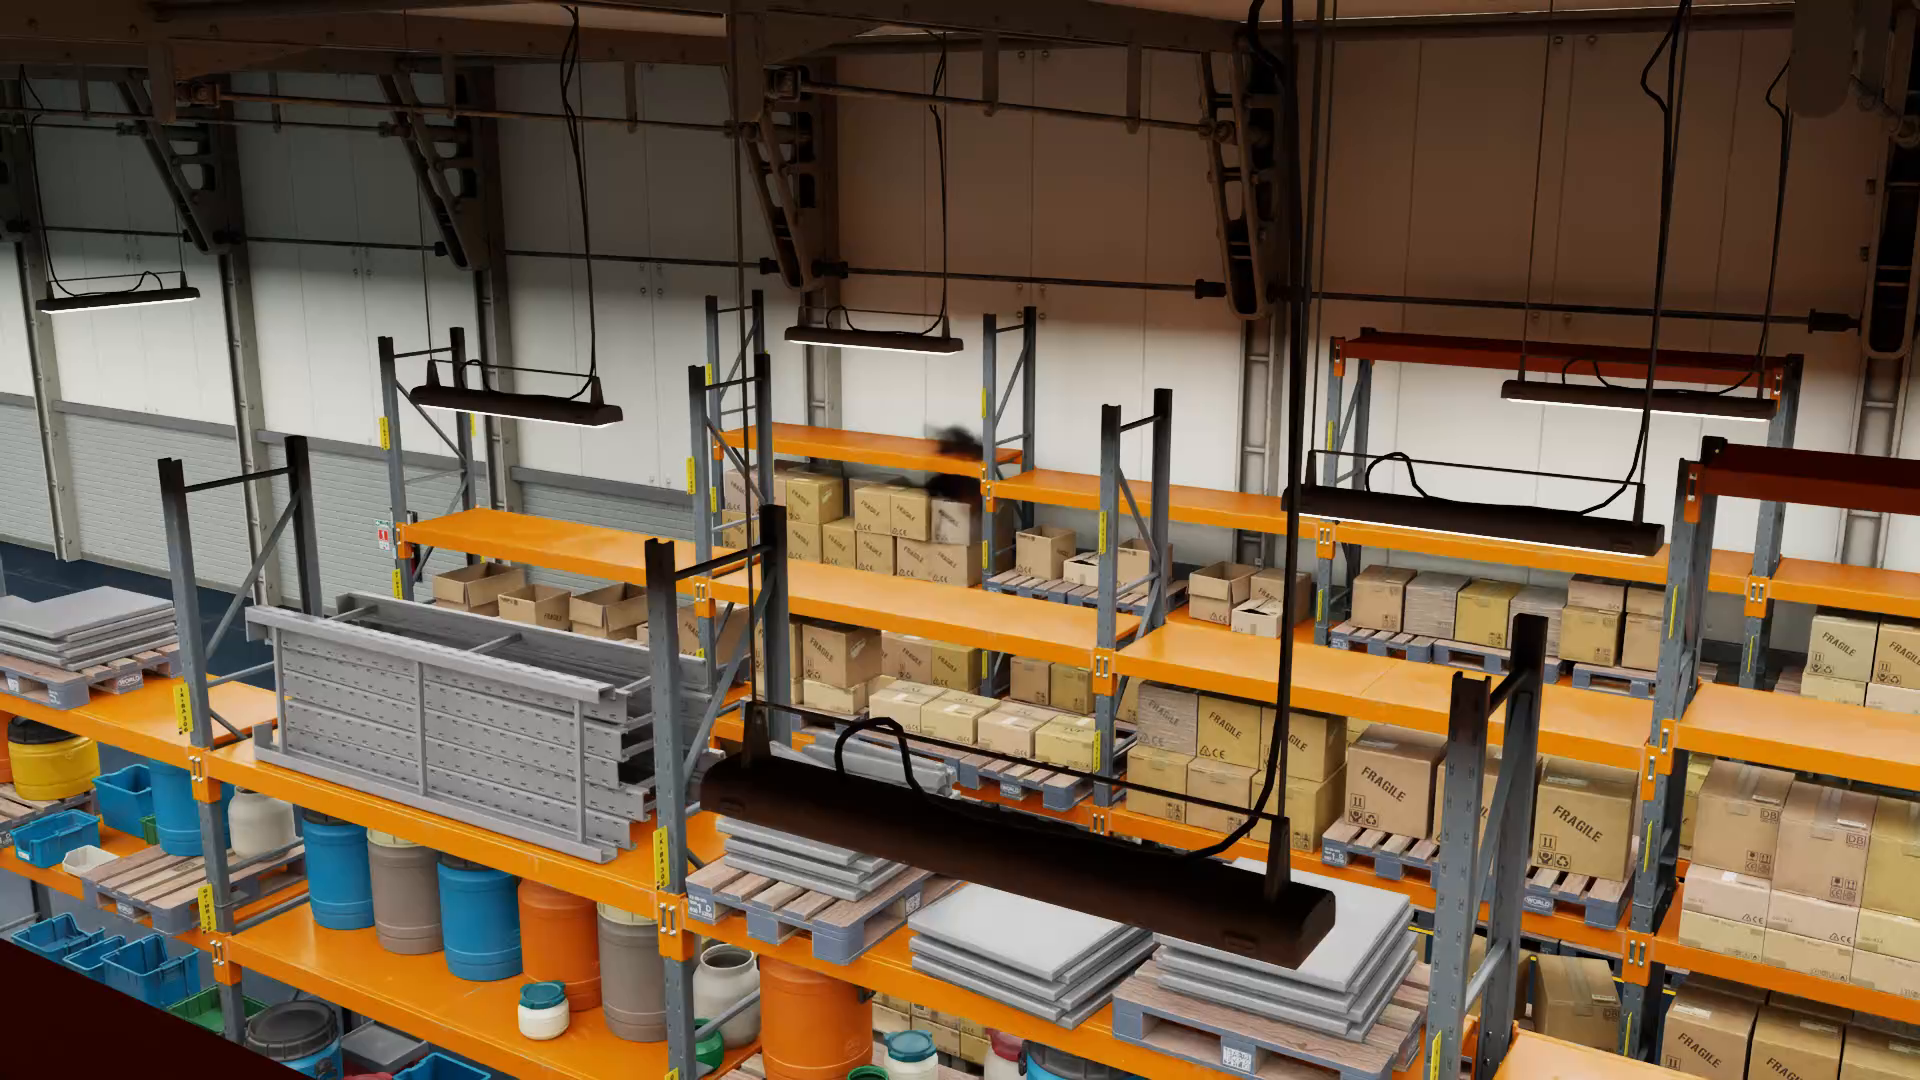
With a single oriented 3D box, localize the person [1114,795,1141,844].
[{"bbox_3d":[1.616,3.184,16.263,0.654,1.604,0.514,7,16,27],"label":"person"}]
